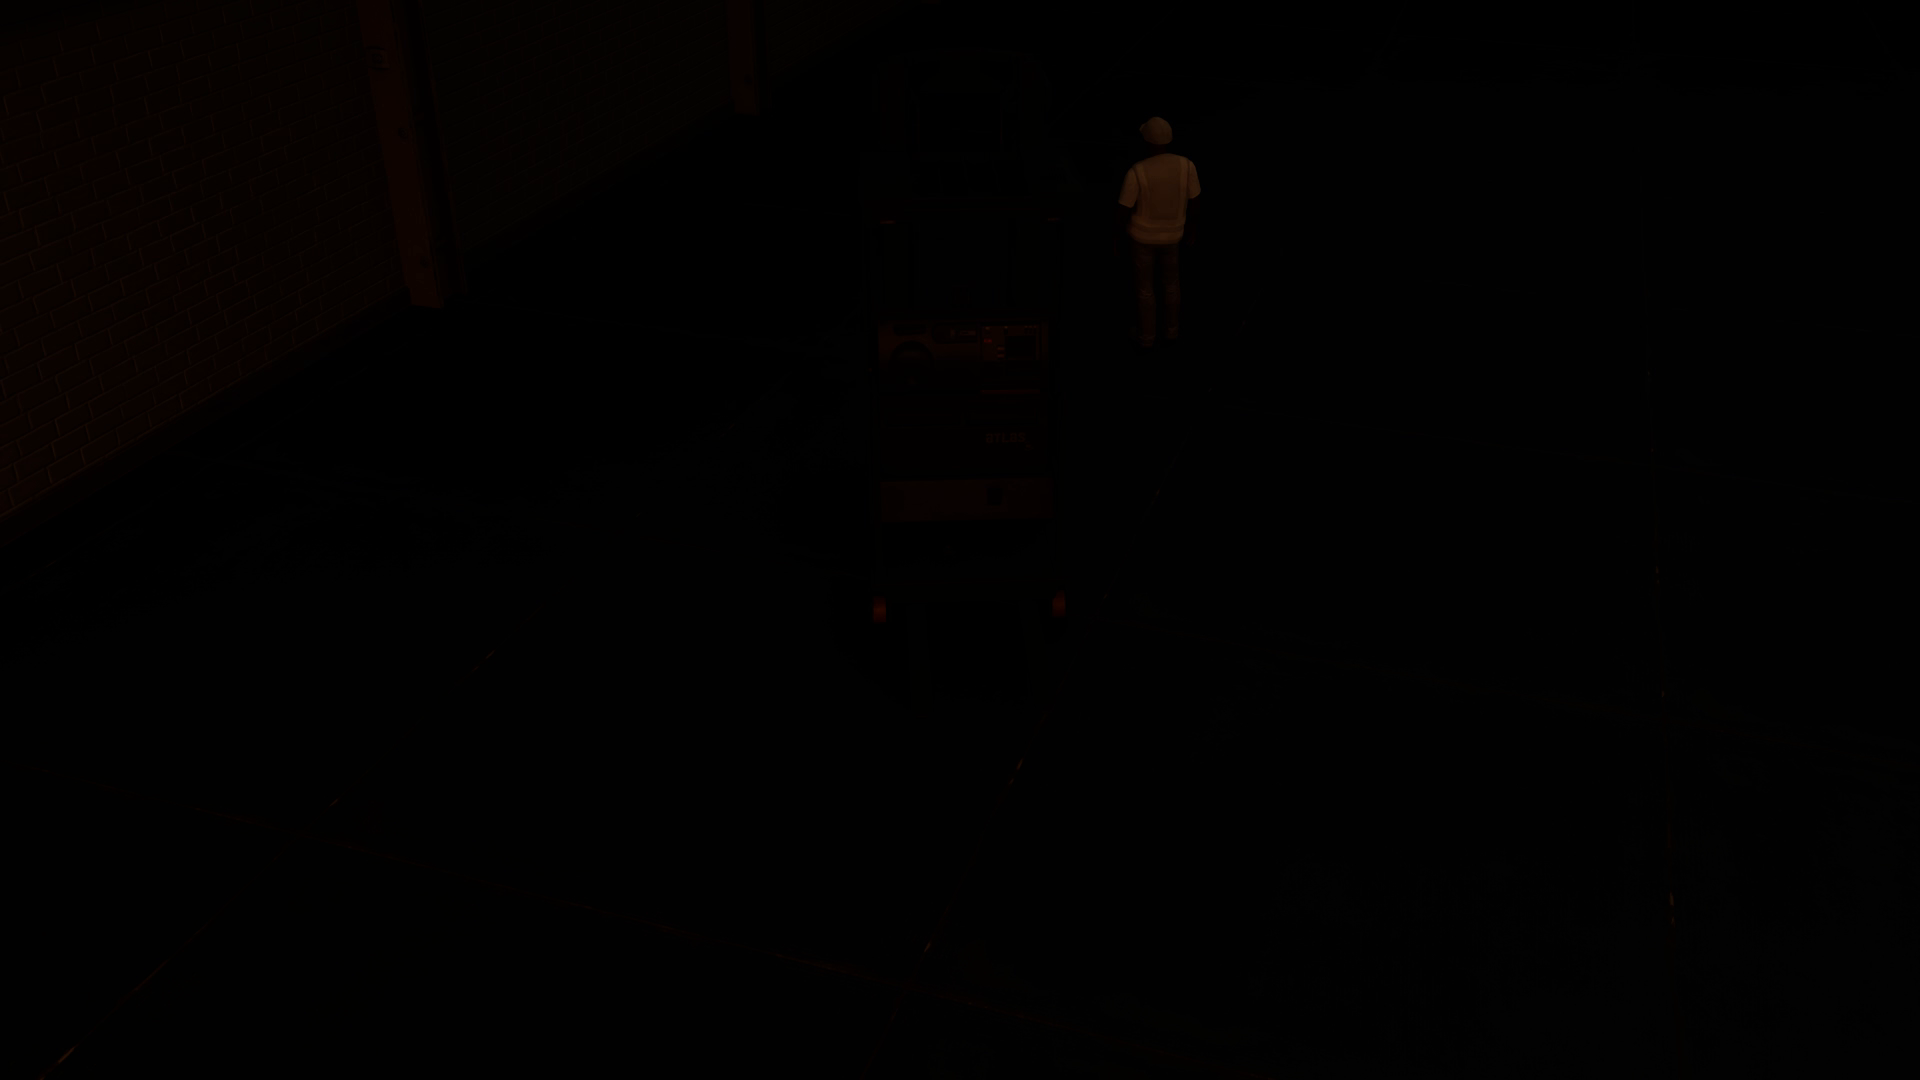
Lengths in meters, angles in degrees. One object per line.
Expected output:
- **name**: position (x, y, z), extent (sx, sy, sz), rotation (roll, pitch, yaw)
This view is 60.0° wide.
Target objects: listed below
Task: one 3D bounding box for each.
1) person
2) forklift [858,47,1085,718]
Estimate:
- **person**: position (1.423, -2.290, 12.315), extent (0.666, 1.765, 0.577), rotation (-6, 30, -10)
- **forklift**: position (0.035, -0.972, 8.842), extent (1.130, 2.935, 3.031), rotation (-2, 30, -3)
